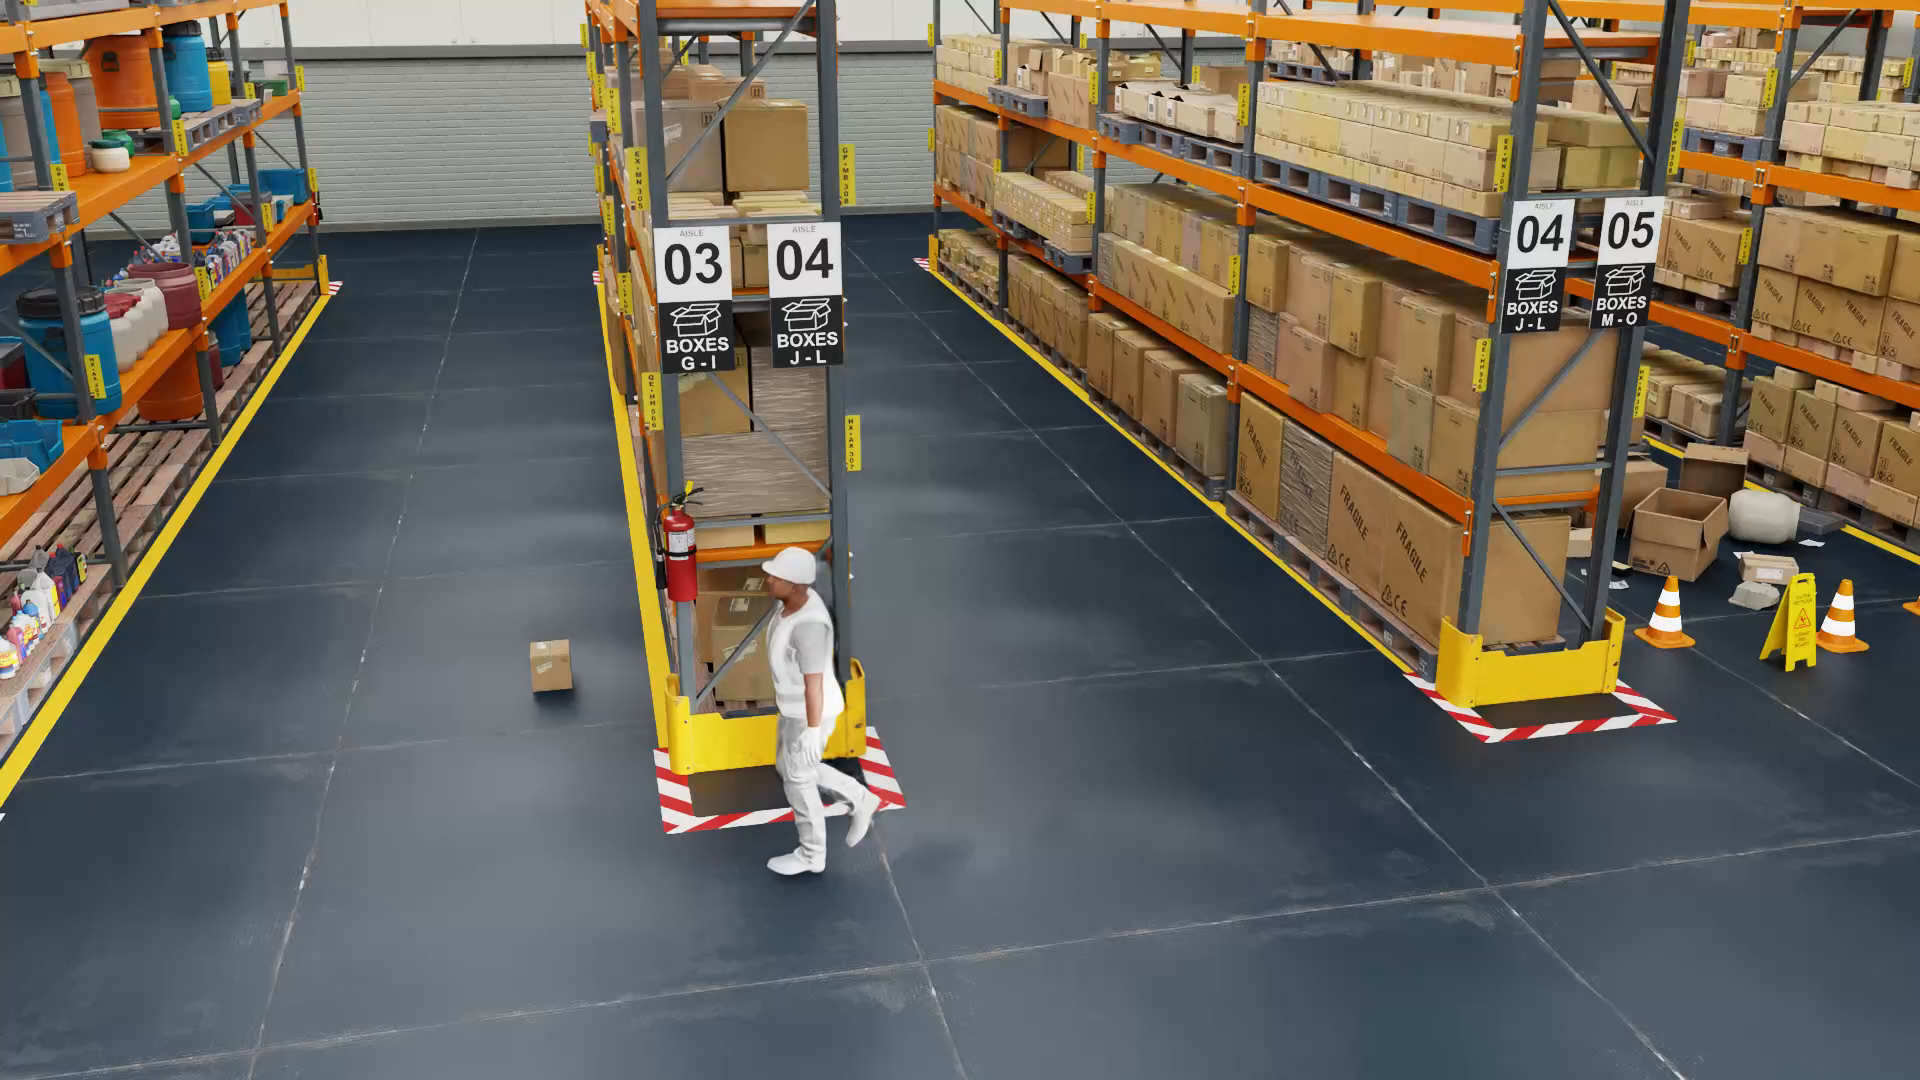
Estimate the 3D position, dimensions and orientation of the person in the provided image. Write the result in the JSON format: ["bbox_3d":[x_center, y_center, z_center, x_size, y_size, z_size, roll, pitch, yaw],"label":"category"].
[{"bbox_3d":[-0.719,0.860,8.553,0.632,1.771,0.619,-4,20,-12],"label":"person"}]
